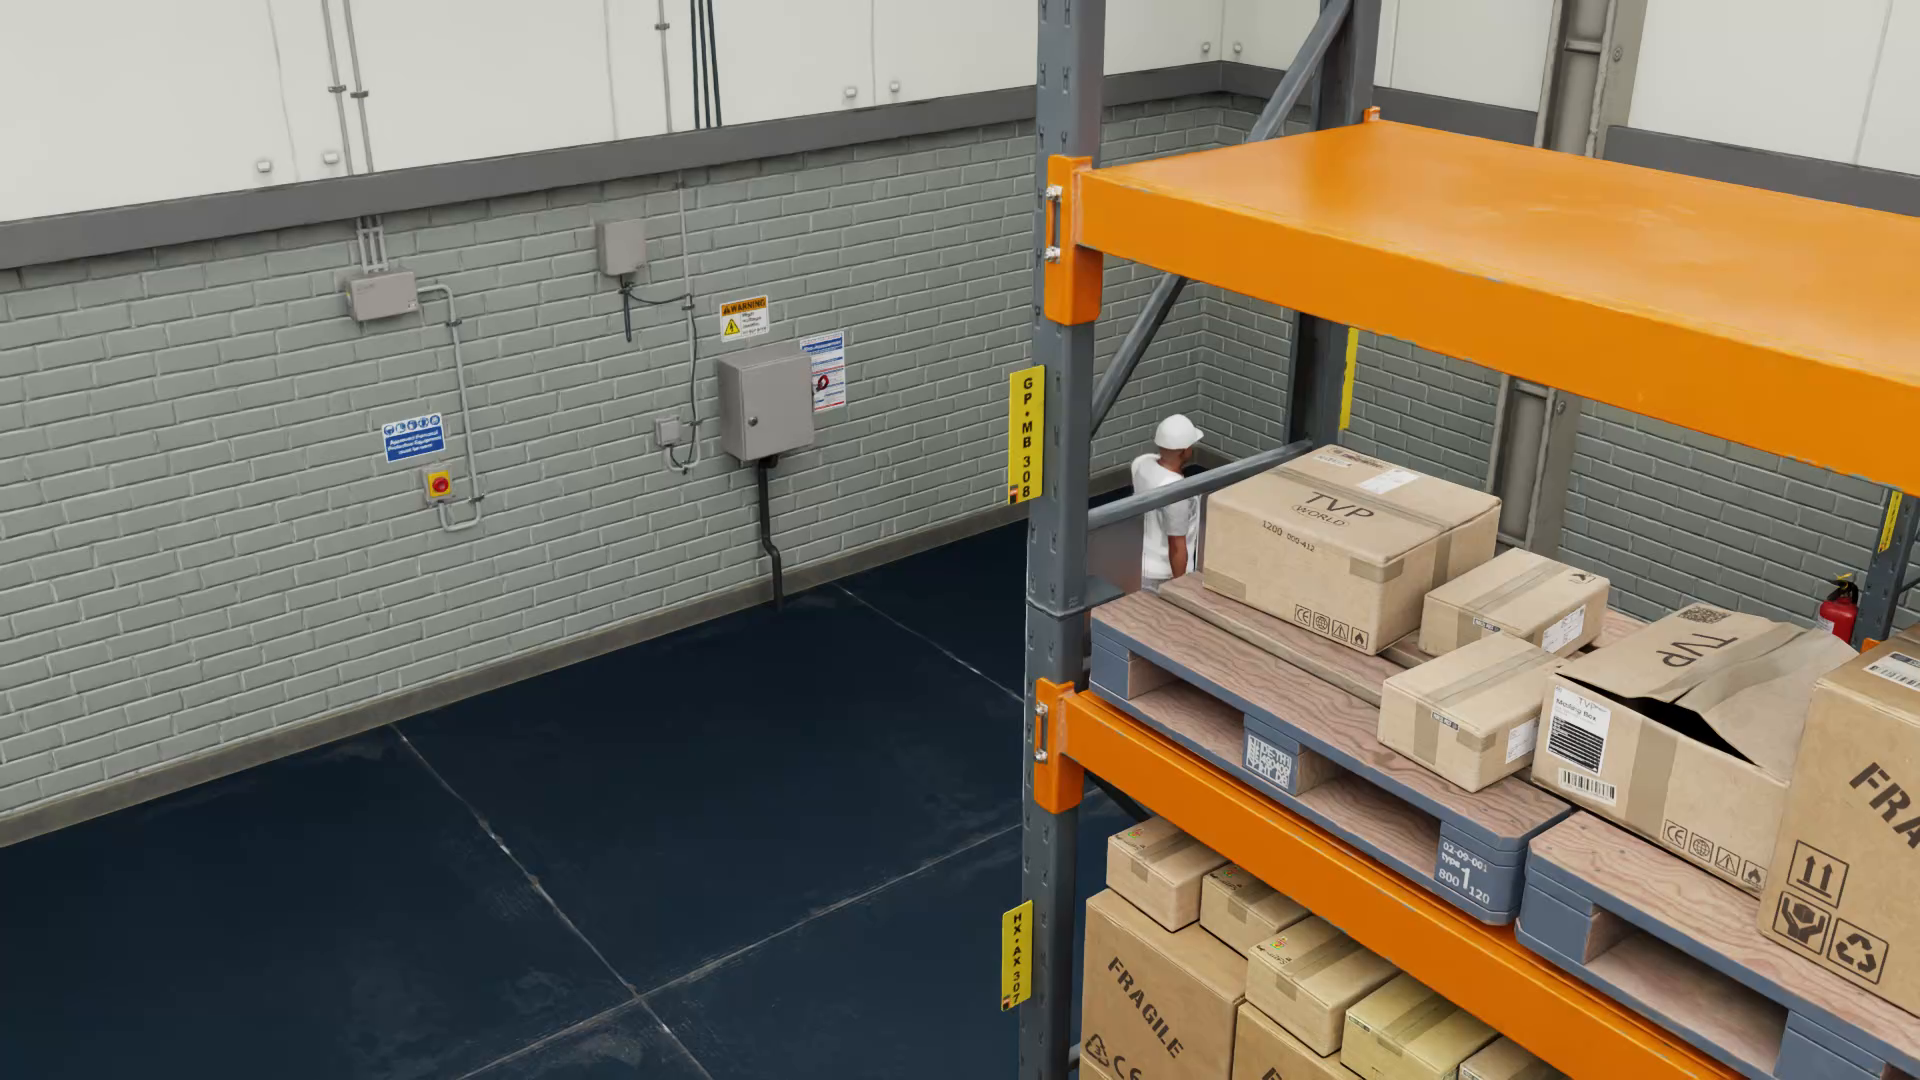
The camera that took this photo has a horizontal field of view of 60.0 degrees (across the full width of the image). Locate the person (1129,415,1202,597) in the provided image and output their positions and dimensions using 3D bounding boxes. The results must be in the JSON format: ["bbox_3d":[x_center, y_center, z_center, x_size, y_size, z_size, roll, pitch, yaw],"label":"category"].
[{"bbox_3d":[1.116,0.158,9.179,0.359,1.788,0.573,-7,25,-15],"label":"person"}]
